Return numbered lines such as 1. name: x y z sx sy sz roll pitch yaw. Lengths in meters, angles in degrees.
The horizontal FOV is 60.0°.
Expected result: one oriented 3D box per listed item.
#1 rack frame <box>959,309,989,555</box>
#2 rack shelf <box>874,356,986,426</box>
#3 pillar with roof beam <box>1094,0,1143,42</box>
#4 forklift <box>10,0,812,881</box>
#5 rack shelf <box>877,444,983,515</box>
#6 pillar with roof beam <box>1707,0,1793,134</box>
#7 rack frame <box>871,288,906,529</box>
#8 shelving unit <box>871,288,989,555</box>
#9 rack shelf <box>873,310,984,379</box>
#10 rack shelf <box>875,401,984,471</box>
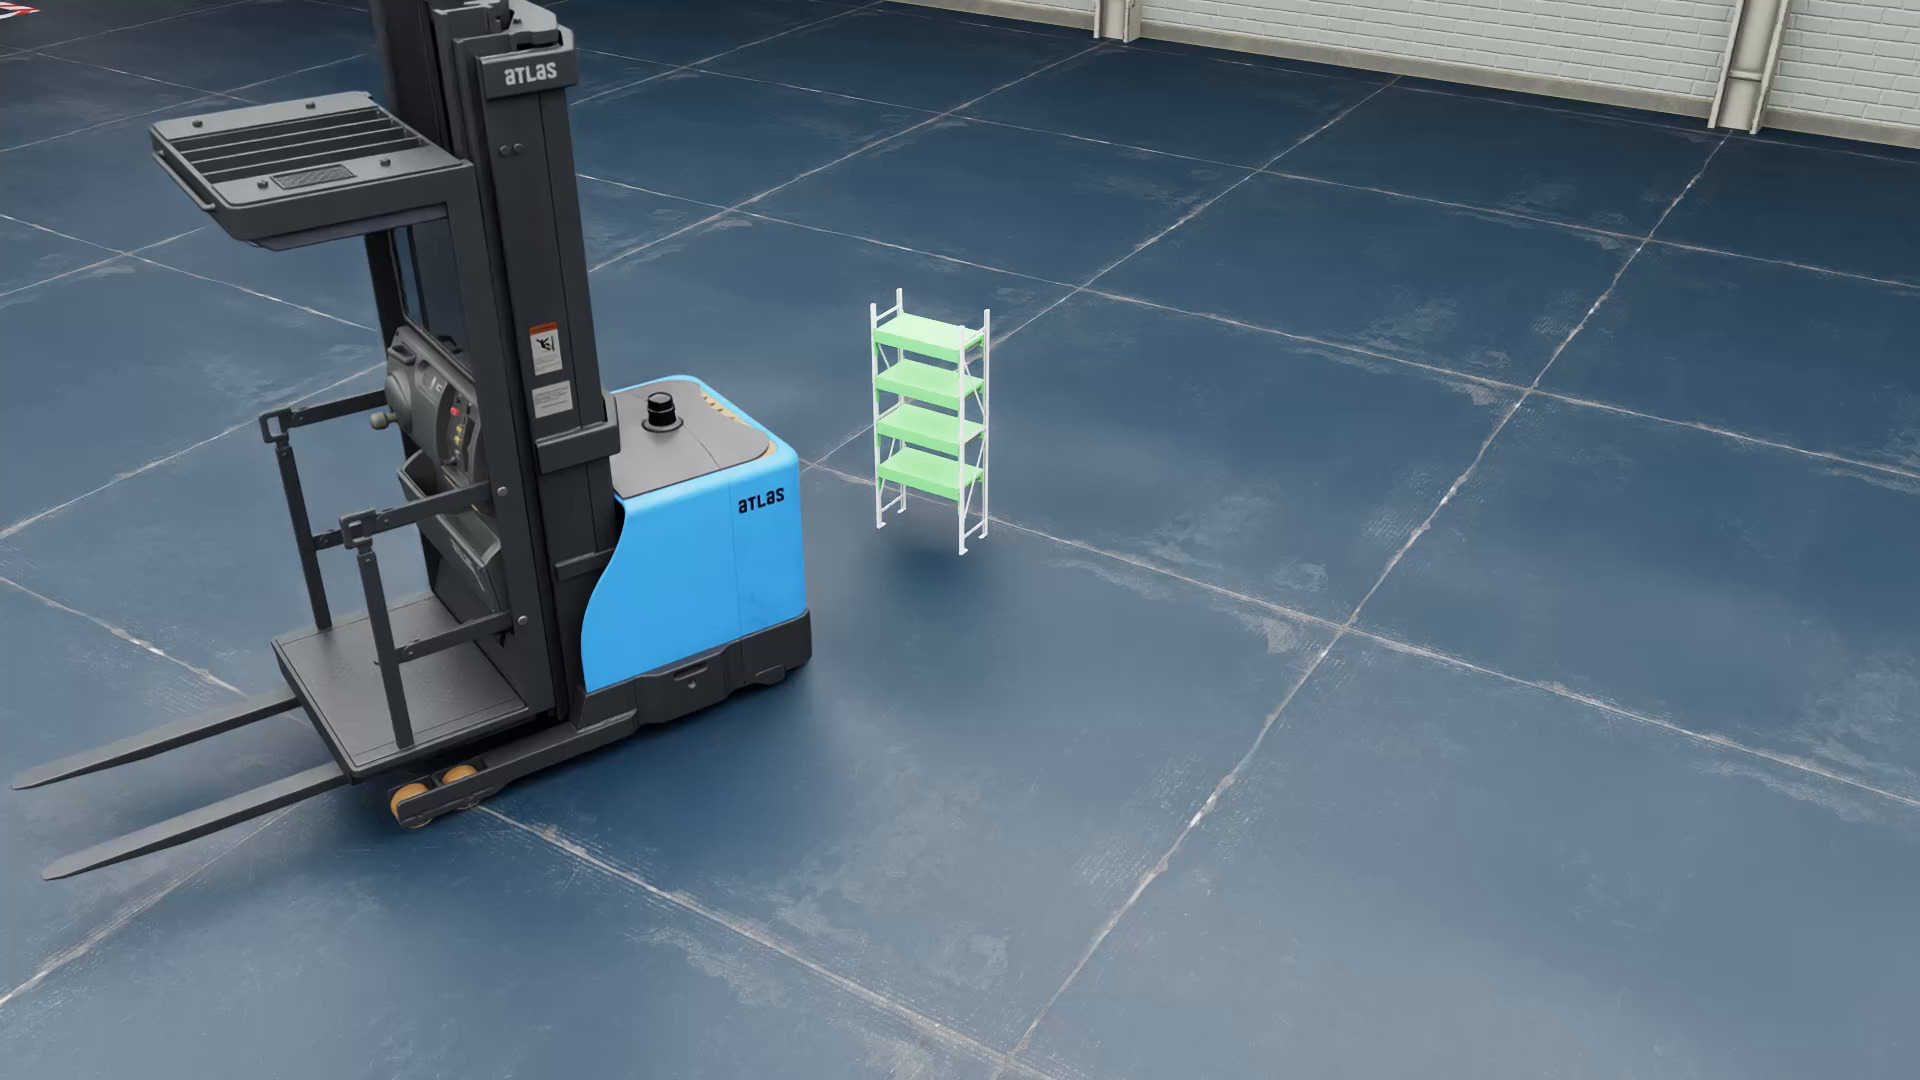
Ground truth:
1. rack frame: 0.066 -0.497 7.912 0.015 1.200 0.240 18 35 27
2. rack shelf: -0.140 -0.715 7.935 0.480 0.148 0.258 18 35 27
3. pillar with roof beam: -0.667 -7.235 11.722 0.400 9.000 9.100 18 35 27
4. forklift: -2.142 -0.468 6.144 3.031 2.935 1.130 -20 36 -30
5. rack shelf: -0.140 -0.300 8.177 0.480 0.148 0.258 18 35 27
6. pillar with roof beam: 4.415 -5.628 8.967 0.400 9.000 9.100 18 35 27
7. rack frame: -0.347 -0.628 8.136 0.015 1.200 0.240 18 35 27
8. shelving unit: -0.140 -0.563 8.024 0.503 1.200 0.258 18 35 27
9. rack shelf: -0.140 -0.922 7.814 0.480 0.148 0.258 18 35 27
10. rack shelf: -0.140 -0.507 8.056 0.480 0.148 0.258 18 35 27
